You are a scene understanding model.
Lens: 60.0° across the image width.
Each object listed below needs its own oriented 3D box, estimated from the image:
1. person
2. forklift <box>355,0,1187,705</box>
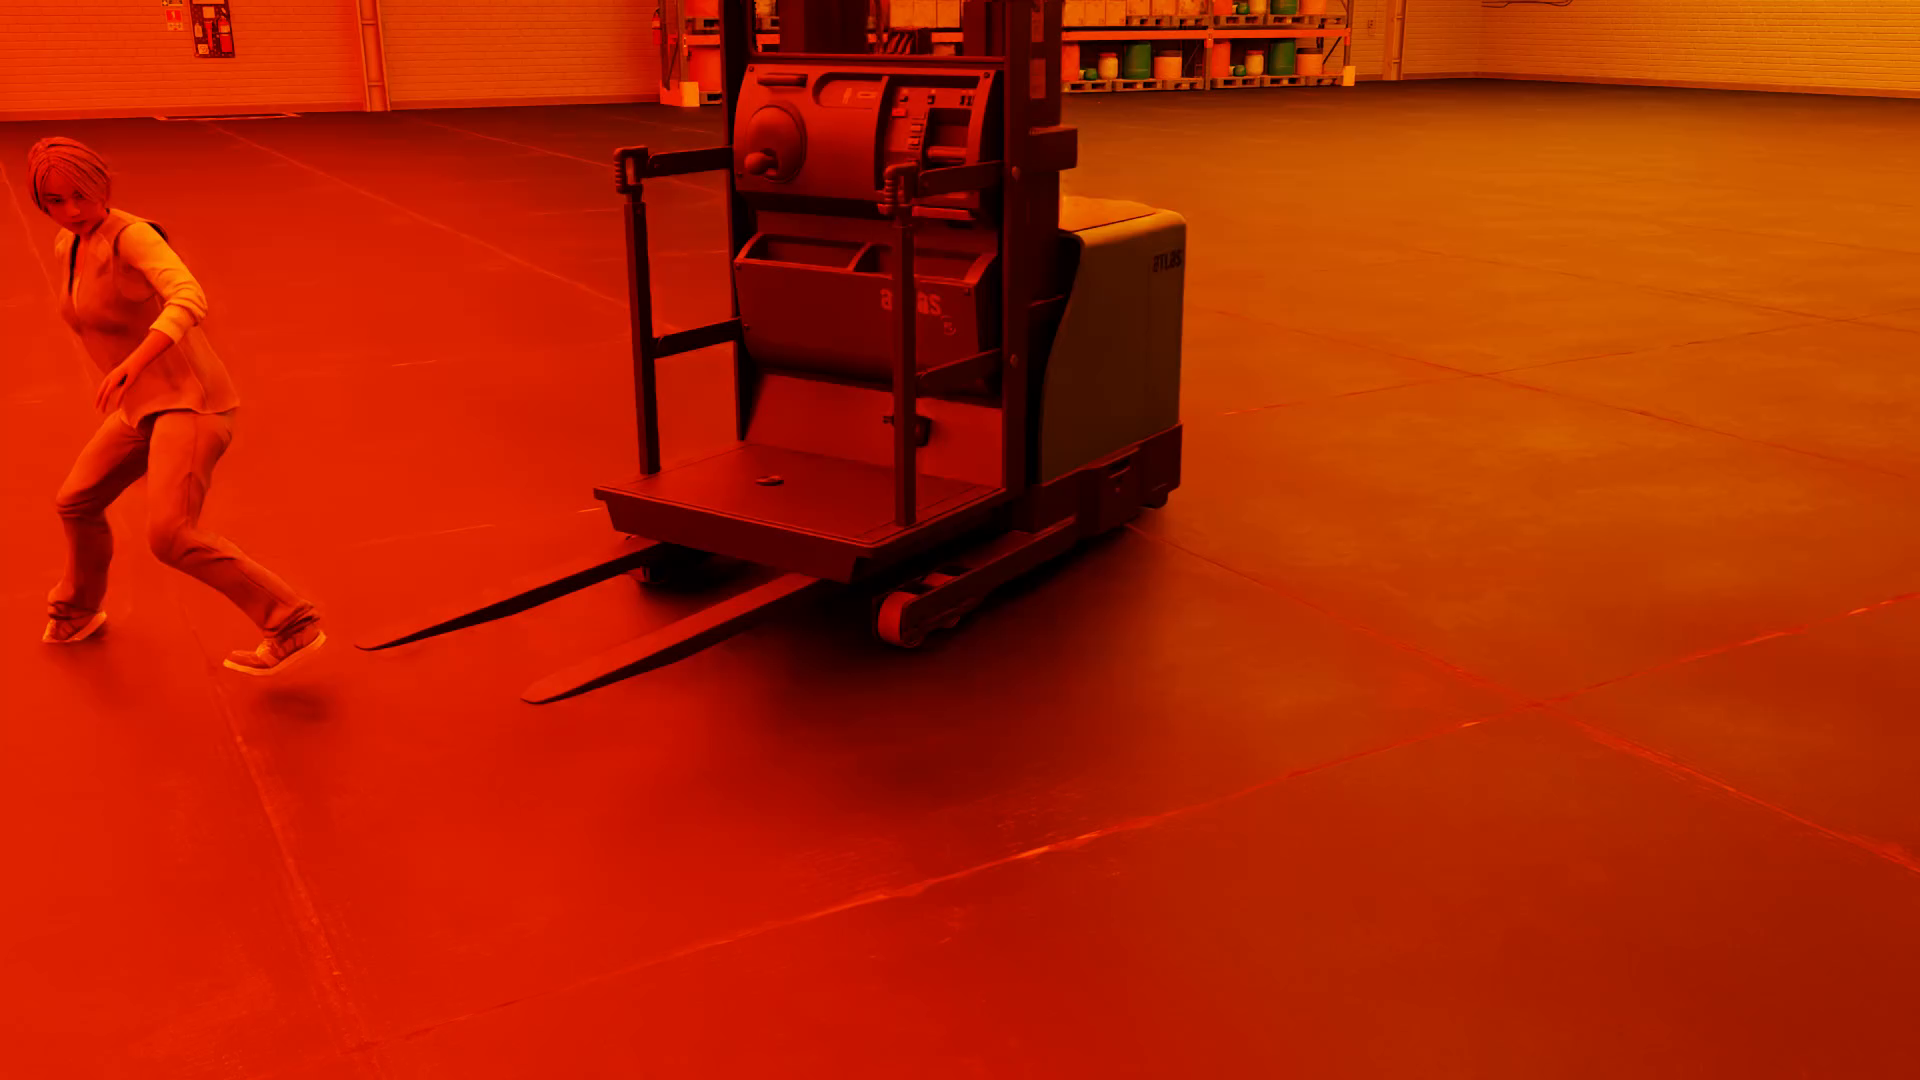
[{"bbox_3d":[-2.227,-0.310,4.512,0.960,1.530,0.519,17,24,42],"label":"person"},{"bbox_3d":[-0.418,-1.247,4.852,1.130,2.935,3.031,12,21,32],"label":"forklift"}]
